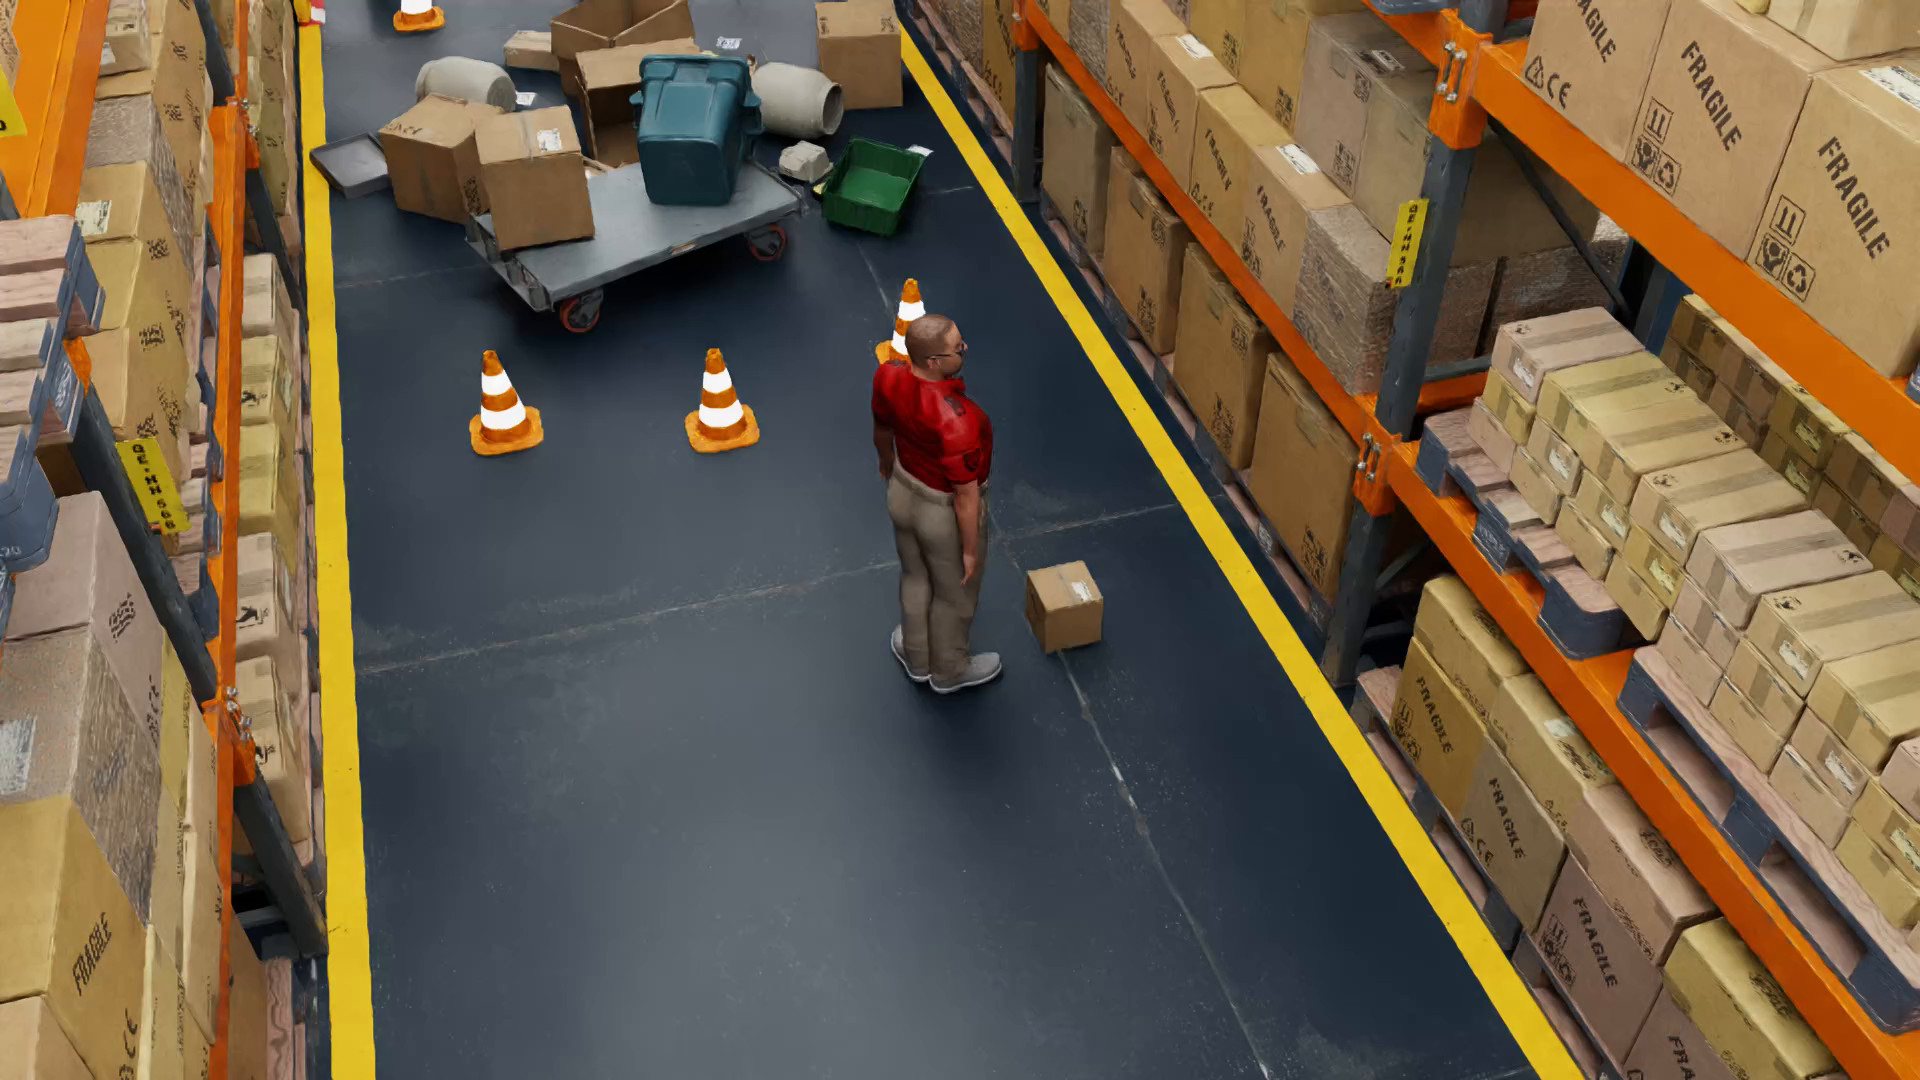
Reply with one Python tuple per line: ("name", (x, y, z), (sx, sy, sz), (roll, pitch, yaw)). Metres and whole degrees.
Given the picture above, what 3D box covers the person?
("person", (-0.102, -0.159, 6.326), (0.360, 1.730, 0.696), (-33, 51, -31))
